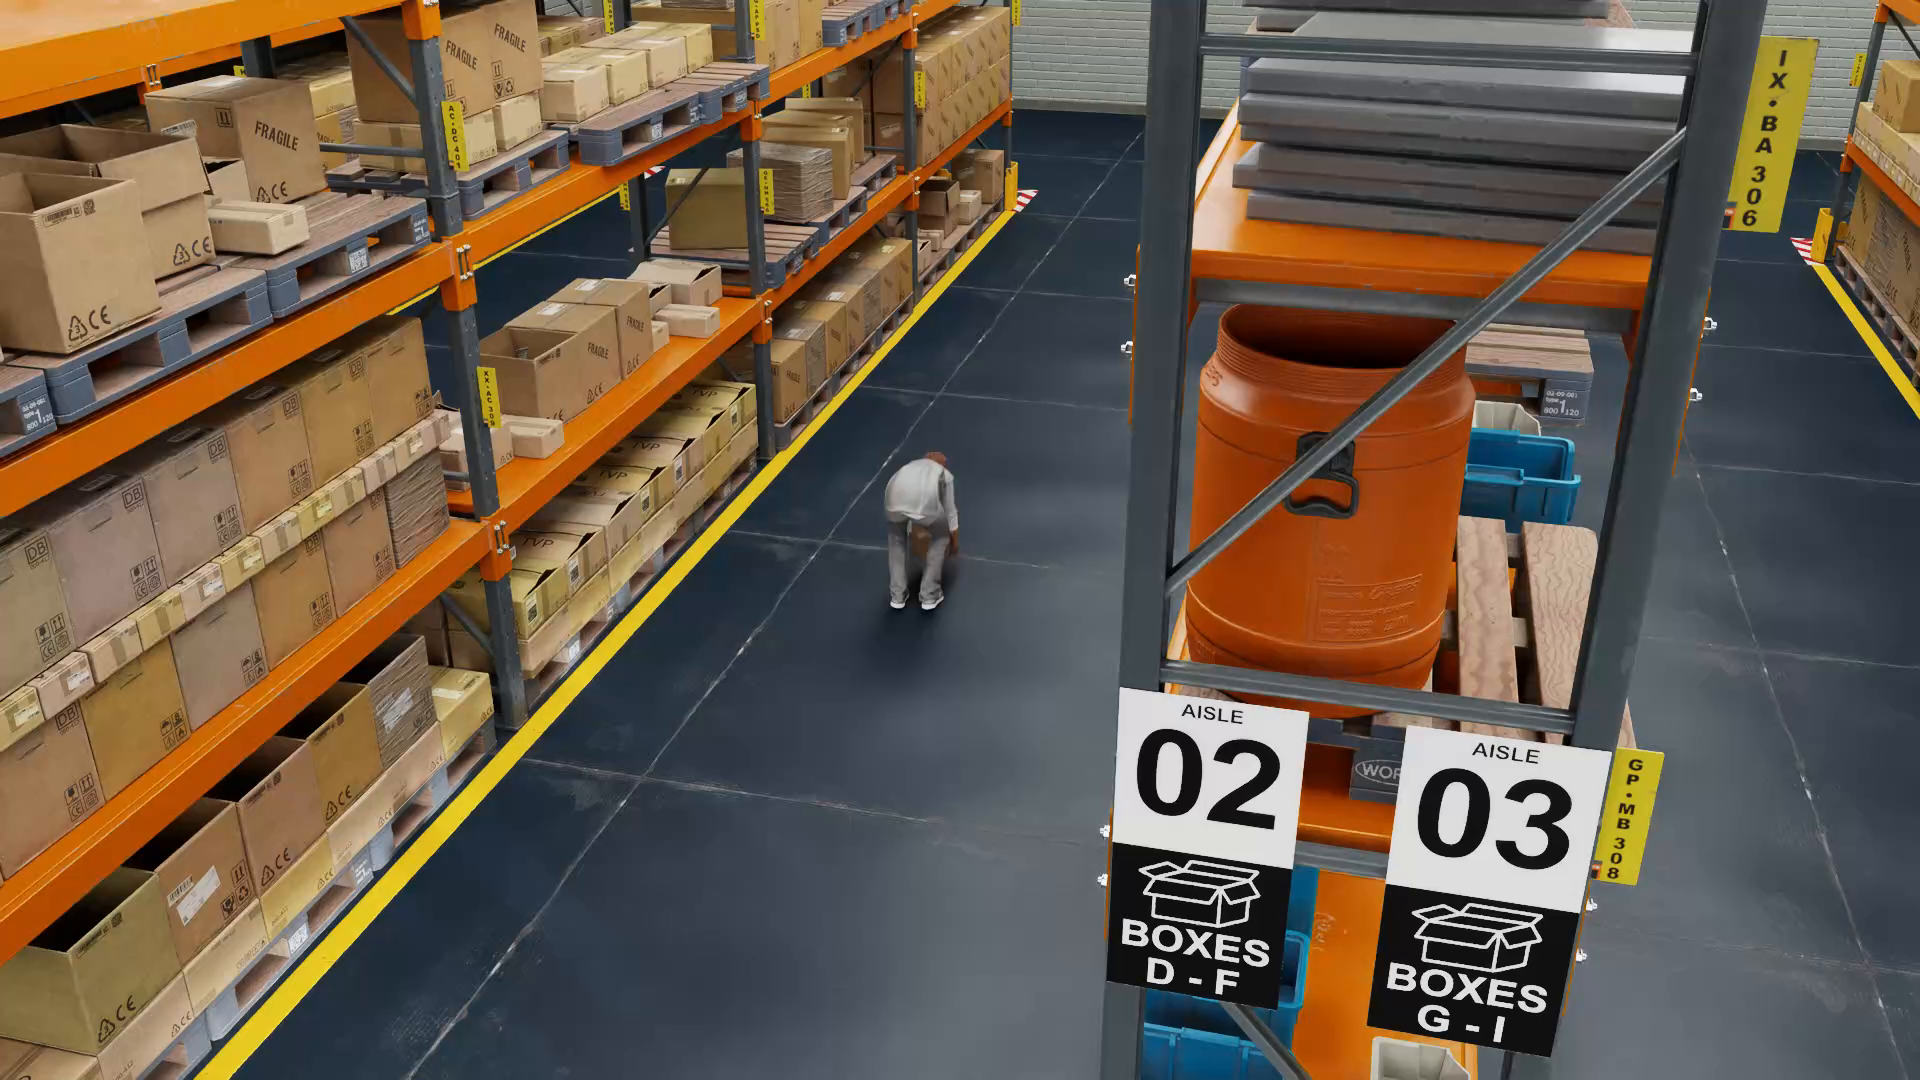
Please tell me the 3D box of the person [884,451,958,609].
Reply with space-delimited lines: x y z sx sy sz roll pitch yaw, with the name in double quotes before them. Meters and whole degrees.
"person" -0.242 -0.096 10.634 0.405 0.958 0.868 5 26 11
